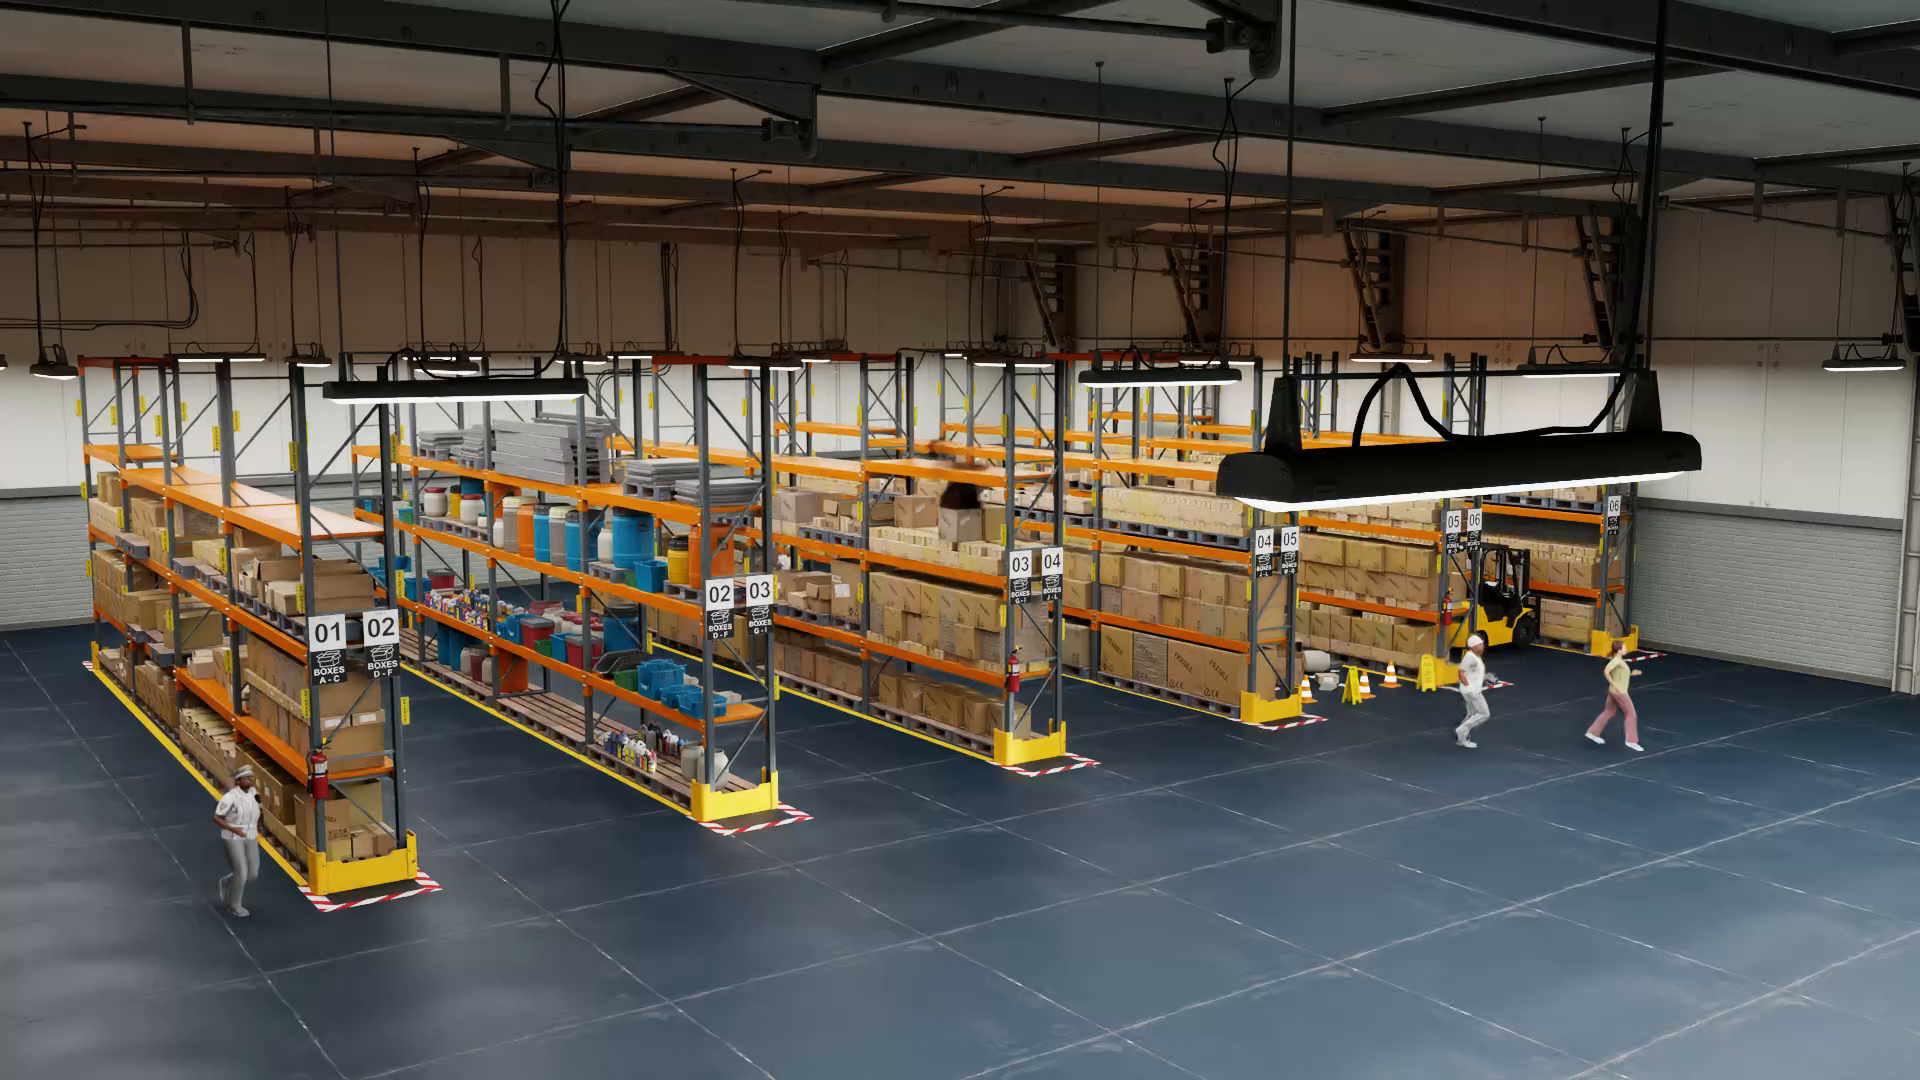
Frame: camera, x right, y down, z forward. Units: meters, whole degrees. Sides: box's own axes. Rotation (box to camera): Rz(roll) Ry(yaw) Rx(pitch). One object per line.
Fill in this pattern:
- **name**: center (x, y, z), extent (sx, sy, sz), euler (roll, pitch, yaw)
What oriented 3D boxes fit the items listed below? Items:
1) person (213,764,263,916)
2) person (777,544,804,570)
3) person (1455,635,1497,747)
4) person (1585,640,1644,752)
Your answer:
- **person**: center (-7.983, 3.306, 18.452), extent (0.613, 1.642, 0.606), euler (4, 8, 30)
- **person**: center (-3.799, 0.942, 37.233), extent (0.646, 1.805, 0.913), euler (-3, 8, -25)
- **person**: center (8.001, 2.342, 25.766), extent (0.597, 1.745, 0.662), euler (2, 7, 16)
- **person**: center (10.118, 2.386, 25.625), extent (0.854, 1.709, 0.555), euler (1, 7, 10)
